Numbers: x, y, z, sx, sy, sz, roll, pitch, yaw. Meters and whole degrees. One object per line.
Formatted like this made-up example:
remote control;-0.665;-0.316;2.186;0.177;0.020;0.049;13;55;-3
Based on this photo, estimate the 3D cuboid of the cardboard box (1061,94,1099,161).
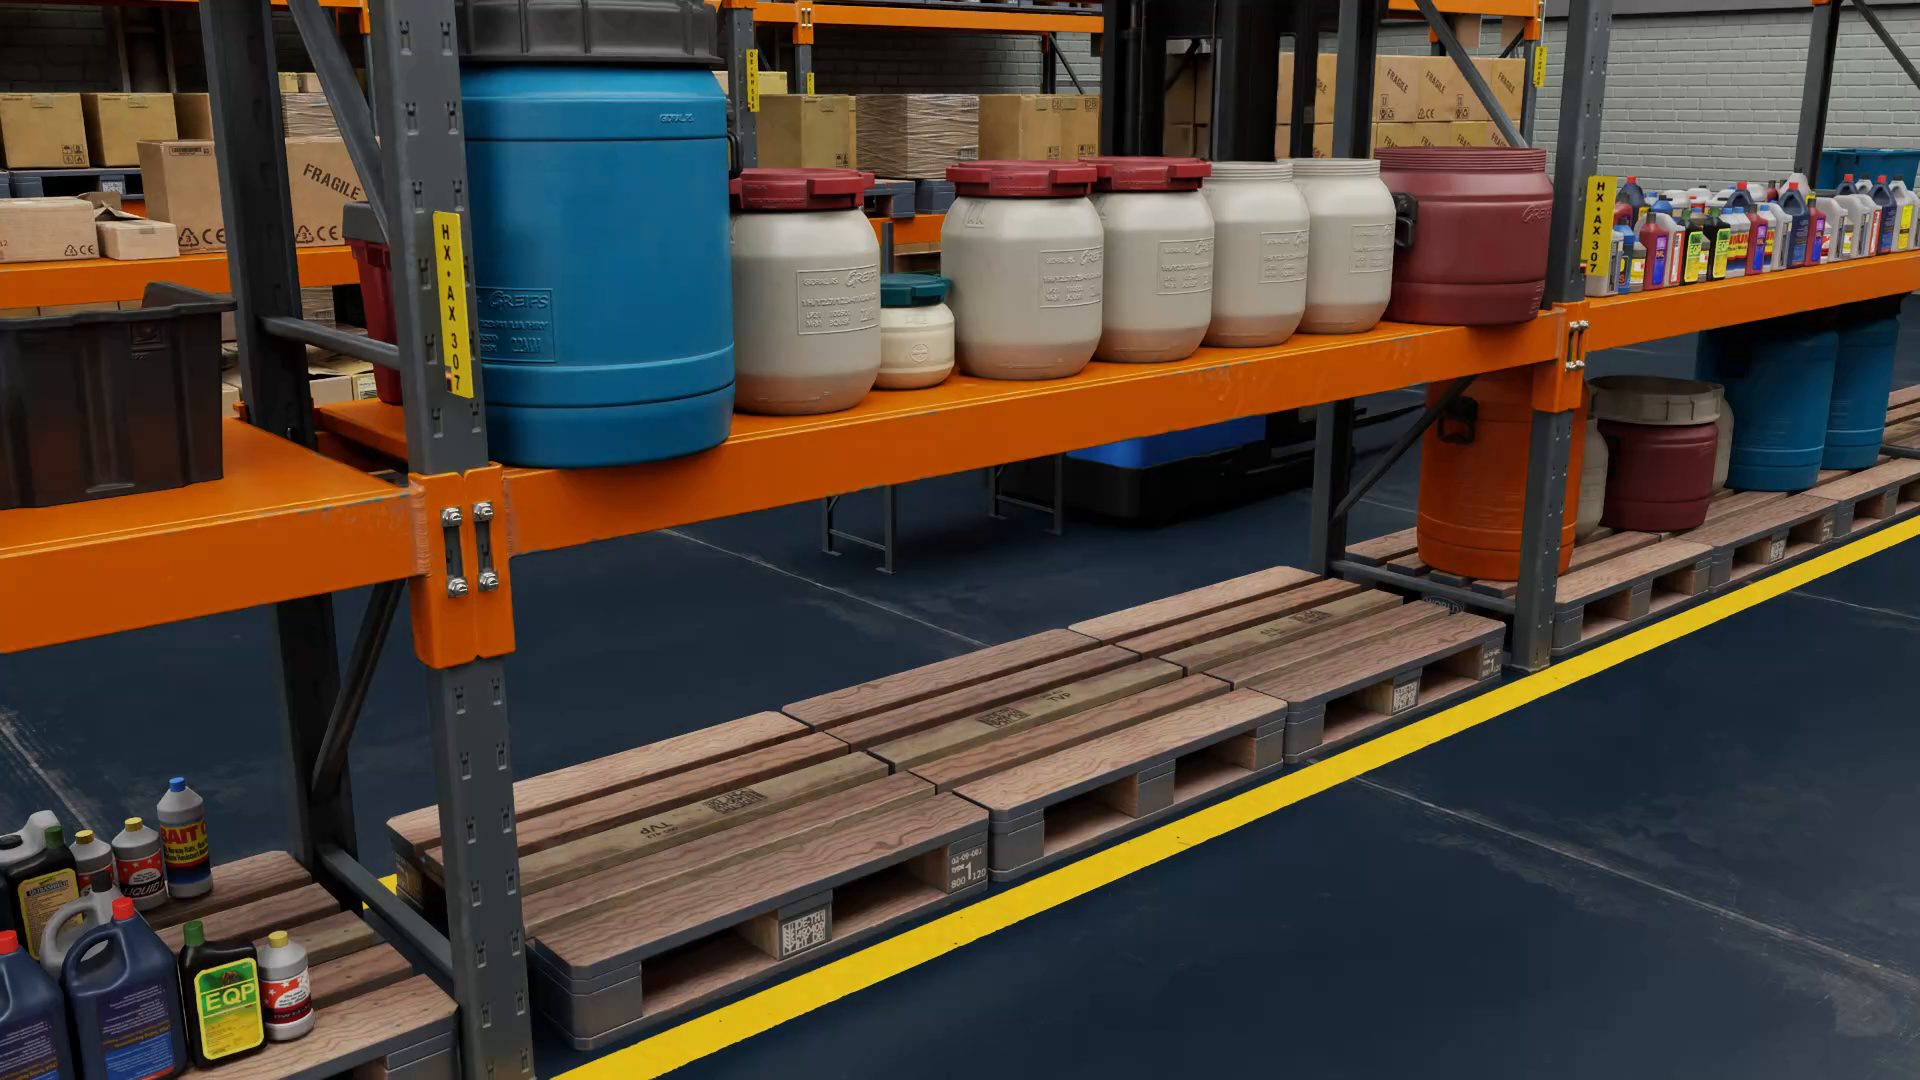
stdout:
cardboard box;0.546;-2.801;11.417;0.500;0.500;0.700;-9;17;-31

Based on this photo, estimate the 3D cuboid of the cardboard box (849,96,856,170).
cardboard box;-1.308;-3.913;16.005;0.700;0.700;0.980;-12;19;-39

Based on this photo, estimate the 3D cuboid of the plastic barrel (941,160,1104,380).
plastic barrel;0.160;-0.705;4.312;0.433;0.535;0.433;0;15;0

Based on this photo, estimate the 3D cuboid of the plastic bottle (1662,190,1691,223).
plastic bottle;3.303;-1.490;7.757;0.135;0.276;0.152;-13;19;-39

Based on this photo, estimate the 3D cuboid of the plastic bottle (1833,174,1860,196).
plastic bottle;4.063;-1.504;7.664;0.185;0.351;0.144;-13;19;-39

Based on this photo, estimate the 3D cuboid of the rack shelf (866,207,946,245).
rack shelf;0.018;-2.029;10.928;4.000;0.370;1.077;-13;19;-39

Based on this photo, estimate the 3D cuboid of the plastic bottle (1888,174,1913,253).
plastic bottle;4.297;-1.507;7.676;0.185;0.351;0.144;-13;19;-39

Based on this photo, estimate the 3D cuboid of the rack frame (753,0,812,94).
rack frame;-1.728;-3.679;15.711;0.127;3.000;1.000;-13;19;-39

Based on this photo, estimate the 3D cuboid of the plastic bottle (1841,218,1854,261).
plastic bottle;3.864;-1.330;7.301;0.097;0.201;0.097;0;15;0

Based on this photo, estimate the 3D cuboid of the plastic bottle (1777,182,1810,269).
plastic bottle;3.466;-1.321;6.977;0.185;0.351;0.144;-13;19;-39

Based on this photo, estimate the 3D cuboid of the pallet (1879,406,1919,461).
pallet;5.305;-0.535;9.345;1.213;0.211;1.003;-13;19;-39

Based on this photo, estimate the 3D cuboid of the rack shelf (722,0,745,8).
rack shelf;-2.999;-2.801;8.004;4.000;0.370;1.077;-13;19;-39

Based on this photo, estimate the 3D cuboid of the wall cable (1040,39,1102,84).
wall cable;1.635;-5.249;19.619;1.851;1.984;0.084;-13;19;-39

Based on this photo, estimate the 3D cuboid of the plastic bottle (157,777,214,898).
plastic bottle;-1.787;0.679;3.830;0.097;0.271;0.097;0;15;0

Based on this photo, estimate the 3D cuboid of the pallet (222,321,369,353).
pallet;-5.336;-1.522;13.040;1.213;0.211;1.003;-13;19;-39

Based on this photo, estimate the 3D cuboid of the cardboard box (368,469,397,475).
cardboard box;-2.881;-0.515;8.381;0.500;0.250;0.500;-12;19;-38

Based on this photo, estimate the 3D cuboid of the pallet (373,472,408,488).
pallet;-3.057;-0.353;8.663;1.213;0.211;1.003;-13;19;-39

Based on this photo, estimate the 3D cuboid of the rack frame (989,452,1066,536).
rack frame;0.319;-0.796;7.825;0.032;1.500;0.500;-13;19;-39

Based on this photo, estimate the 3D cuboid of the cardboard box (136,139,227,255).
cardboard box;-3.521;-1.625;7.826;0.500;0.500;0.500;-11;18;-35

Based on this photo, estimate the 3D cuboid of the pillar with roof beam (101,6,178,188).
pillar with roof beam;-3.468;-5.010;9.069;0.400;9.000;9.100;-13;19;-39

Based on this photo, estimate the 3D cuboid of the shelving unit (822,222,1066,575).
shelving unit;-0.064;-0.710;7.502;1.048;1.500;0.538;-13;19;-39

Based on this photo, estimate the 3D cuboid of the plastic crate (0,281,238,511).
plastic crate;-1.738;-0.301;3.186;0.504;0.338;0.767;-13;19;-39

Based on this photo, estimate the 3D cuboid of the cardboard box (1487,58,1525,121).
cardboard box;4.389;-3.795;14.016;0.500;0.500;0.500;-13;20;-40

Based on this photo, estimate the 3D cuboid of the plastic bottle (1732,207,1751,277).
plastic bottle;3.100;-1.192;6.649;0.097;0.271;0.097;0;15;0

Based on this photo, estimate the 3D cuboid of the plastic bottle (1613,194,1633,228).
plastic bottle;2.880;-1.365;7.274;0.133;0.283;0.061;-13;19;-39

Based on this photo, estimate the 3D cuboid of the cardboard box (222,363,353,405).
cardboard box;-3.262;-0.699;7.981;0.500;0.311;0.500;-14;20;-41

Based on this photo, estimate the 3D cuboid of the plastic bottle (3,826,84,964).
plastic bottle;-1.943;0.754;3.526;0.133;0.283;0.061;-13;19;-39

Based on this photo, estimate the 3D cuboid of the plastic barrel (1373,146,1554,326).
plastic barrel;1.607;-1.001;5.421;0.708;0.536;0.600;-13;19;-39

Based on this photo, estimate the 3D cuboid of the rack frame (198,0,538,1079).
rack frame;-1.259;-0.395;3.417;0.127;3.000;1.000;-13;19;-39

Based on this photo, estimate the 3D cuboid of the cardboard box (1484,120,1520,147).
cardboard box;4.385;-3.312;14.145;0.500;0.500;0.500;-12;19;-38

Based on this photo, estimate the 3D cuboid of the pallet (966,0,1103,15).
pallet;0.737;-5.635;17.394;1.213;0.211;1.003;-13;19;-39

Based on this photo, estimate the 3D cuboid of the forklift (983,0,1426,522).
forklift;1.513;-1.811;8.851;1.130;2.935;3.031;14;21;43

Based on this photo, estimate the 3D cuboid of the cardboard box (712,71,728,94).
cardboard box;-2.304;-4.029;14.761;0.500;0.250;0.500;-12;19;-38

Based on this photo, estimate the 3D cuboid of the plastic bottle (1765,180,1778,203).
plastic bottle;4.118;-1.692;8.500;0.133;0.283;0.061;-13;19;-39

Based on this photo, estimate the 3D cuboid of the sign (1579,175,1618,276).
sign;2.125;-1.046;5.537;0.005;0.325;0.100;-13;19;-39

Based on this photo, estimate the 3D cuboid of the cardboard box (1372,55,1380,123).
cardboard box;2.844;-3.446;12.708;0.500;0.500;0.500;-13;20;-41

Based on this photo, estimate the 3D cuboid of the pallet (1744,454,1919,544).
pallet;4.166;-0.281;8.392;1.213;0.211;1.003;-13;19;-39

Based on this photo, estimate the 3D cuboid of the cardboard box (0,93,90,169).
cardboard box;-6.454;-2.875;11.656;0.500;0.500;0.700;-10;18;-32

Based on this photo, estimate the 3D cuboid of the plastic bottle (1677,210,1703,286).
plastic bottle;2.777;-1.119;6.353;0.133;0.283;0.061;-13;19;-39

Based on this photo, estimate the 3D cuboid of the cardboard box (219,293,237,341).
cardboard box;-5.719;-1.810;12.704;0.500;0.500;0.700;-13;20;-39

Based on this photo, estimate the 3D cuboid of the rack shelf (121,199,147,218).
rack shelf;-6.254;-2.315;11.999;4.000;0.370;1.077;-13;19;-39

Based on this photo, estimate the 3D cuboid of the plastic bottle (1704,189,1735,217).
plastic bottle;3.578;-1.500;7.793;0.135;0.276;0.152;-13;19;-39

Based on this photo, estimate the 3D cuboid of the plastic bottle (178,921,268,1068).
plastic bottle;-1.406;0.850;3.165;0.133;0.283;0.061;-11;19;-37

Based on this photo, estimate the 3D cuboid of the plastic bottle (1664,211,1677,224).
plastic bottle;2.711;-1.126;6.401;0.097;0.271;0.097;0;15;0

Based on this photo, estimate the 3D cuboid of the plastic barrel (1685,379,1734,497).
plastic barrel;3.335;-0.464;7.683;0.421;0.512;0.421;0;15;0

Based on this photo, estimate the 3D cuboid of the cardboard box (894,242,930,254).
cardboard box;-0.715;-2.866;16.696;0.500;0.500;0.700;-13;20;-40

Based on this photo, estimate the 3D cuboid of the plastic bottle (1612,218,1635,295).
plastic bottle;2.402;-1.035;6.063;0.097;0.271;0.097;0;15;0

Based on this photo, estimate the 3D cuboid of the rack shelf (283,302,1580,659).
rack shelf;0.250;-0.387;4.778;4.000;0.370;1.077;-13;19;-39

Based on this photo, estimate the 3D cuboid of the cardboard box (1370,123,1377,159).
cardboard box;2.853;-2.969;12.858;0.500;0.500;0.500;-13;20;-40
